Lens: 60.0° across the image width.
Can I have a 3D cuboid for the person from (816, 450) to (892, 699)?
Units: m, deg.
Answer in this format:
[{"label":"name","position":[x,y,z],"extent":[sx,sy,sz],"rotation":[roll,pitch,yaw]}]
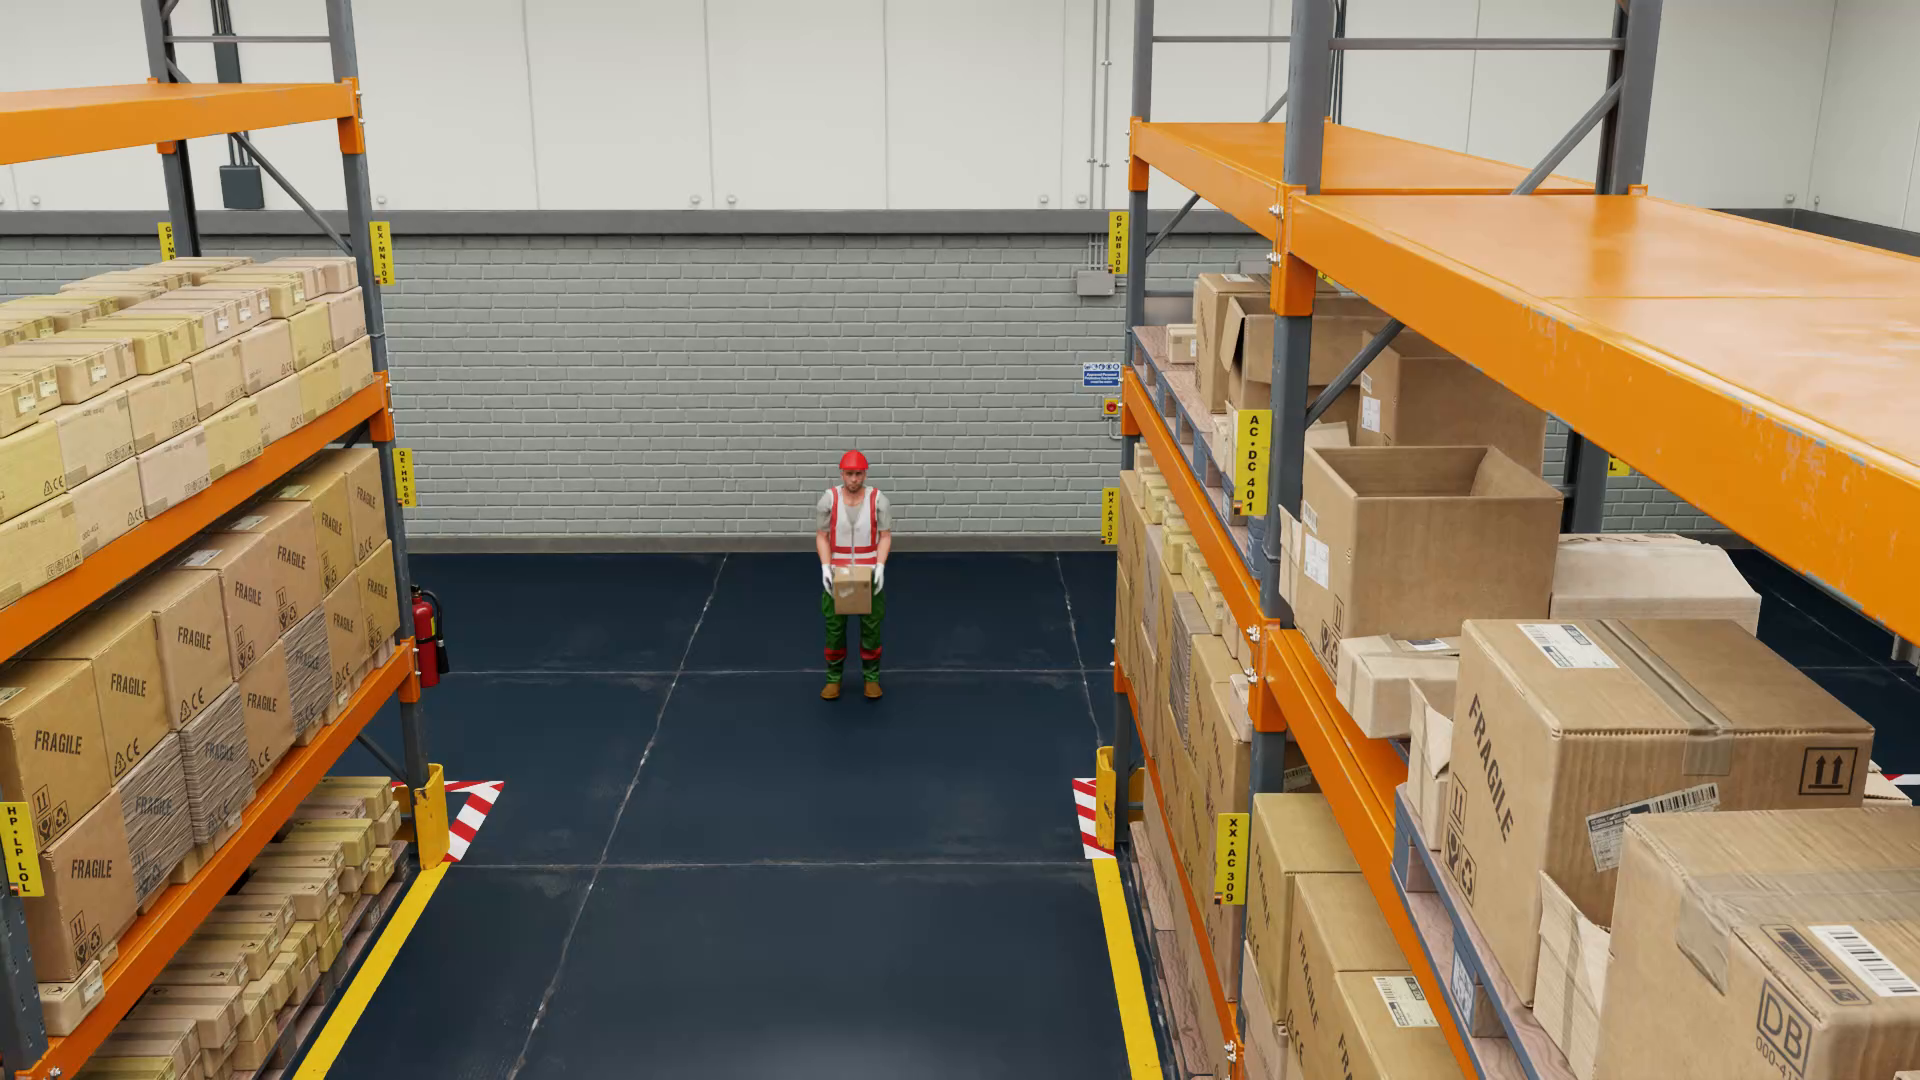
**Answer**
[{"label":"person","position":[-0.739,0.248,11.683],"extent":[0.533,1.793,0.474],"rotation":[-1,17,-2]}]
